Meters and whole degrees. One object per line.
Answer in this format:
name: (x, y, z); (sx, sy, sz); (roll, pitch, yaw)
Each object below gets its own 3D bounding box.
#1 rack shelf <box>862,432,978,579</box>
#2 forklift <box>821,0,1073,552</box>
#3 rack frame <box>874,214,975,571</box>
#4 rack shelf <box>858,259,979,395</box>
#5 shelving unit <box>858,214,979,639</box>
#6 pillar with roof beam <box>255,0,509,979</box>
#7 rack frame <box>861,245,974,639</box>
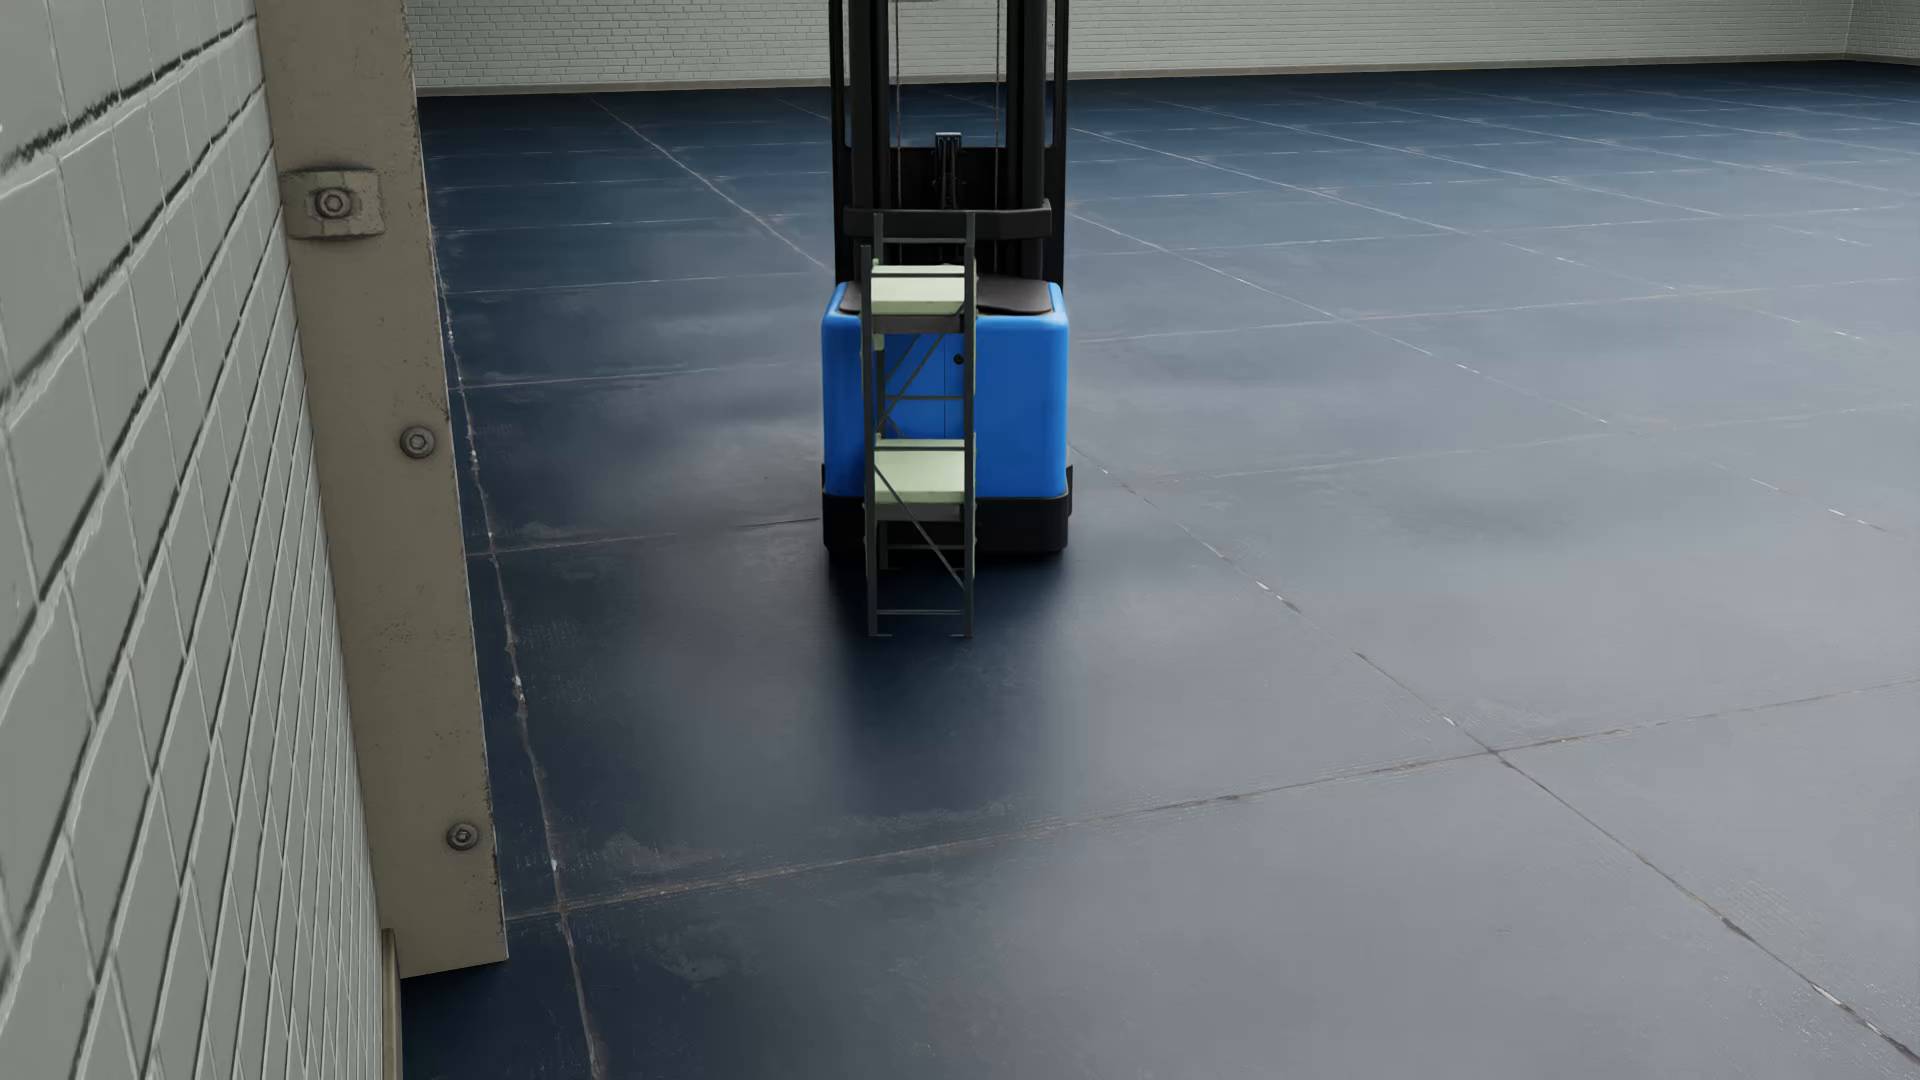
rack shelf: (-0.145, -0.149, 6.577); (0.431, 0.370, 0.720); (0, 20, 1)
forklift: (-0.048, -1.773, 8.016); (1.130, 2.935, 3.031); (0, 20, 1)
rack frame: (-0.140, -0.580, 6.812); (0.400, 1.500, 0.023); (0, 20, 1)
rack shelf: (-0.145, -0.823, 6.335); (0.431, 0.370, 0.720); (0, 20, 1)
shelving unit: (-0.145, -0.456, 6.467); (0.431, 1.500, 0.755); (0, 20, 1)
pillar with roof beam: (2.695, -3.641, 4.241); (9.100, 9.000, 0.400); (-6, 21, -17)
rack frame: (-0.151, -0.332, 6.123); (0.400, 1.500, 0.023); (0, 20, 1)
